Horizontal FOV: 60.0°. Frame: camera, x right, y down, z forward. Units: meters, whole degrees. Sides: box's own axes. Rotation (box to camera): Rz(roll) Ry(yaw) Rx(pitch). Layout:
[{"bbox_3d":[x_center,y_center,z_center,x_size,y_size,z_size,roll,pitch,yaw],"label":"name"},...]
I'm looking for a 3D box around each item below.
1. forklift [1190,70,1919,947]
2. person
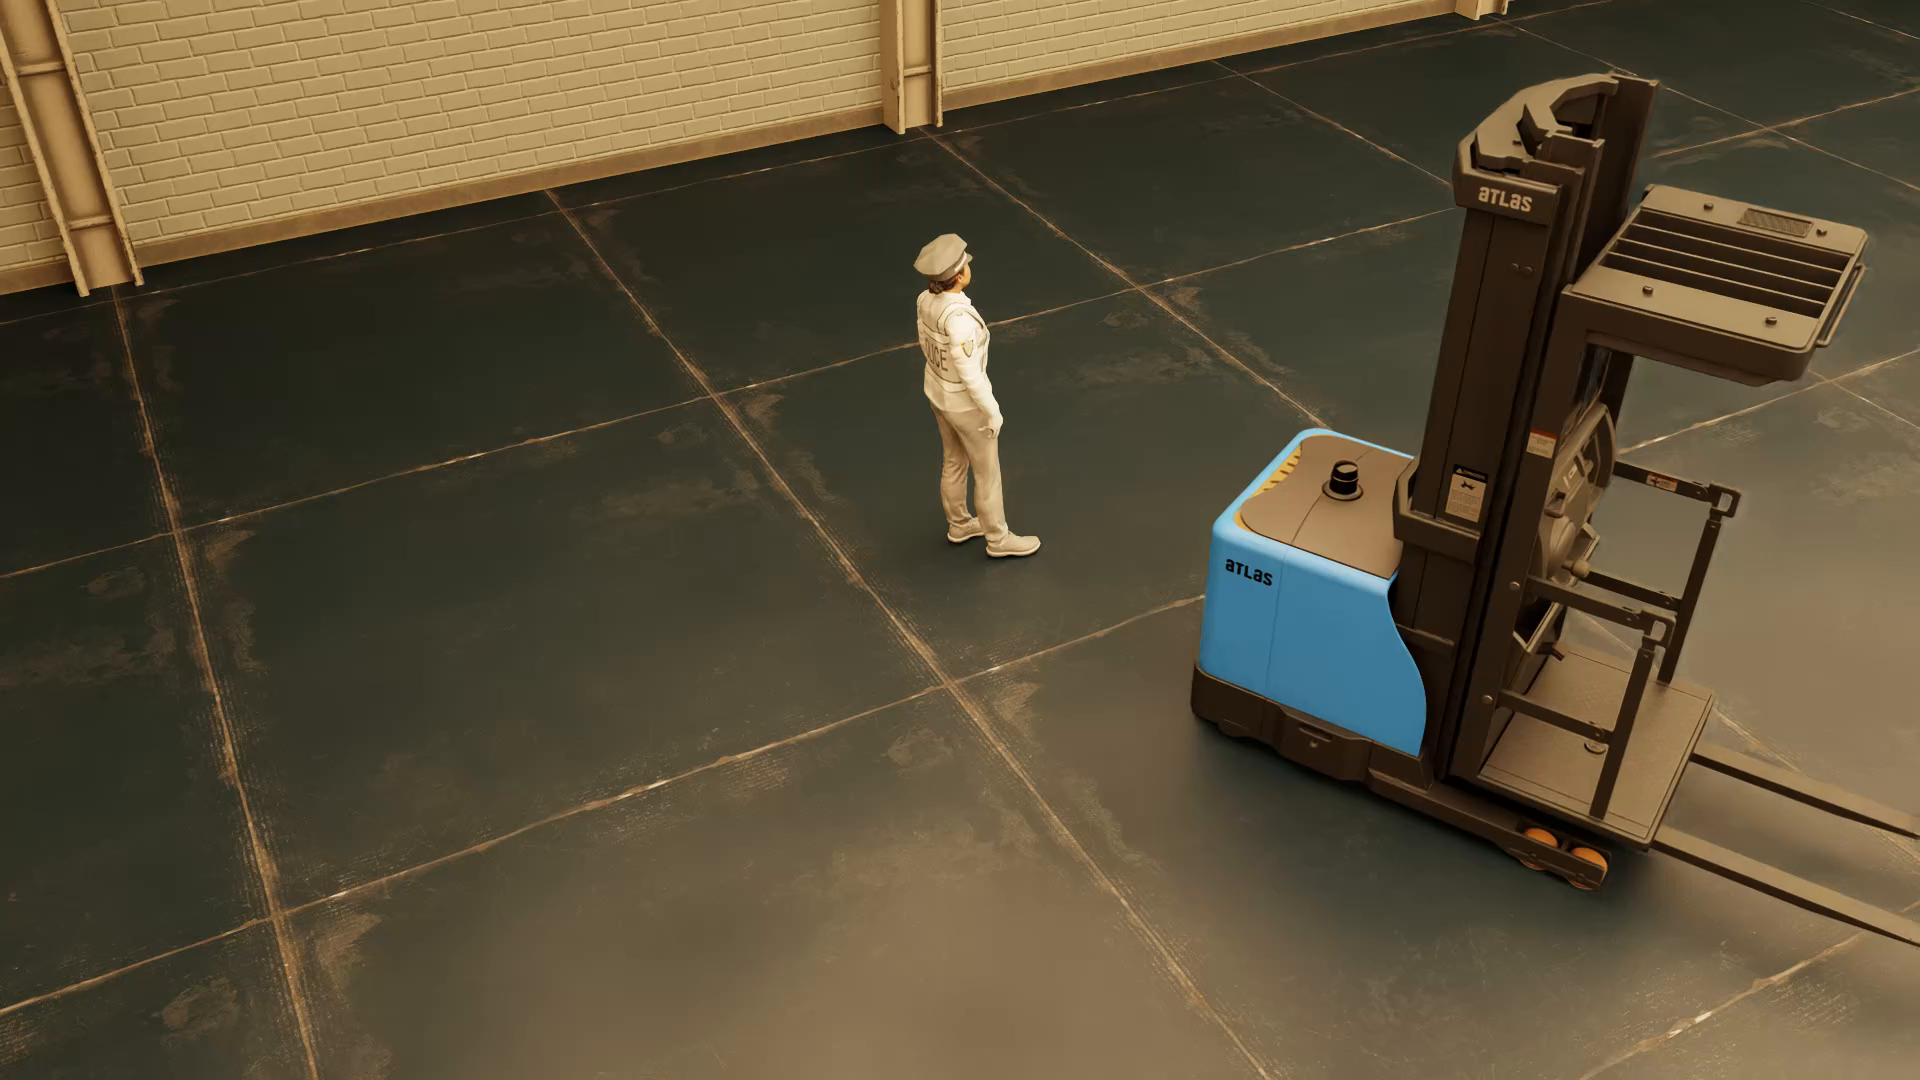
[{"bbox_3d":[2.548,-0.147,6.330,3.031,2.935,1.130,21,40,27],"label":"forklift"},{"bbox_3d":[0.062,-0.713,8.190,0.534,1.696,0.587,-17,39,-23],"label":"person"}]
